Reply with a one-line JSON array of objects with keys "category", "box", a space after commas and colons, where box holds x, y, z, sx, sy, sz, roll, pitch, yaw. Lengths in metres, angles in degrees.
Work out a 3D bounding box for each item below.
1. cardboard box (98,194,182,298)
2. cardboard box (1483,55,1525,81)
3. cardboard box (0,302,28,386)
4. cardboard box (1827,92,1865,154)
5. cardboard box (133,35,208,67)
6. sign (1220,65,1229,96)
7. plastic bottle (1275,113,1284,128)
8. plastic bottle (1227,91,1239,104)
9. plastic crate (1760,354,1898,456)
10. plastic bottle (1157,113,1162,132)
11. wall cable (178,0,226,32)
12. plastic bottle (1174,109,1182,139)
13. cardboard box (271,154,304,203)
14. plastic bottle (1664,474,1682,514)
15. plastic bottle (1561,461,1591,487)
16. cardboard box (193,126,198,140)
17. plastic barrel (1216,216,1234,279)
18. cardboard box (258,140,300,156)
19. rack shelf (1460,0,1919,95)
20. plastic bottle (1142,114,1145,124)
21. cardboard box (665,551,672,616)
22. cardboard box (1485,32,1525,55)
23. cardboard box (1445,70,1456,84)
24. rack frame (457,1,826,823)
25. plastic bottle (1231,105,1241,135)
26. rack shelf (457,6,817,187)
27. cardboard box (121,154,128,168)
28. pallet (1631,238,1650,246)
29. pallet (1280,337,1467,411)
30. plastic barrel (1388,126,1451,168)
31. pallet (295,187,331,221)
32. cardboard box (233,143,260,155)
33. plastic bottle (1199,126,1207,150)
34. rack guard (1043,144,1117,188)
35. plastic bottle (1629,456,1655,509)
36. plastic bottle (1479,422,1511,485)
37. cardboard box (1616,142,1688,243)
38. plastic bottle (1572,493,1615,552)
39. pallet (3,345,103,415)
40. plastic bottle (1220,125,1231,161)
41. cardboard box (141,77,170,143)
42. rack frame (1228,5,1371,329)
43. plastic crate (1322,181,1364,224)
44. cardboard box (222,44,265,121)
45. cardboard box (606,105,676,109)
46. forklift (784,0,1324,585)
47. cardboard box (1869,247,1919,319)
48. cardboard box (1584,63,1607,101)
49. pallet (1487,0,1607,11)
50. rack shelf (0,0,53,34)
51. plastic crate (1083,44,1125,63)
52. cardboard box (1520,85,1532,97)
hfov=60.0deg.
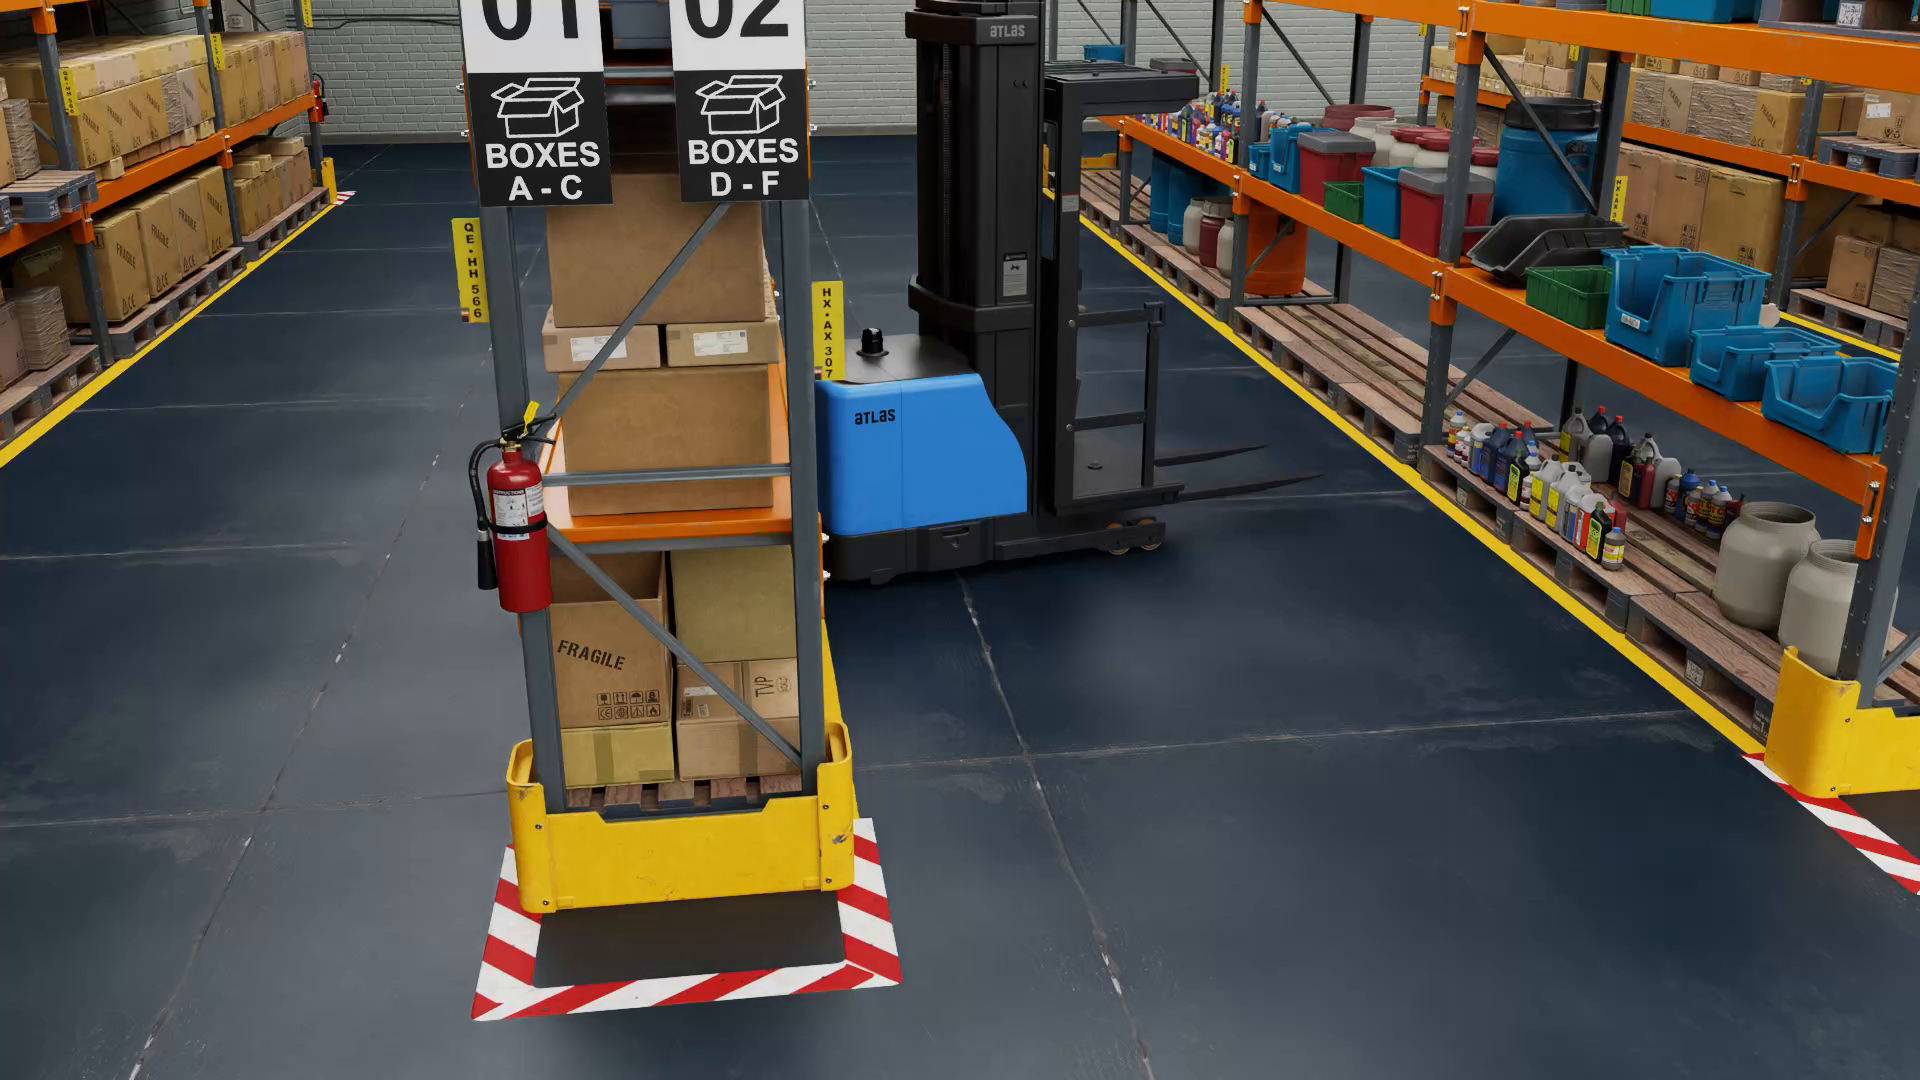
[{"category": "cardboard box", "box": [-7.127, -2.480, 14.042, 0.750, 0.750, 0.750, -3, 21, -8]}, {"category": "cardboard box", "box": [6.554, -5.600, 19.712, 0.500, 0.250, 0.500, -3, 21, -9]}, {"category": "cardboard box", "box": [-6.916, -1.330, 11.434, 0.700, 0.500, 0.500, -3, 21, -8]}, {"category": "cardboard box", "box": [7.873, -3.704, 14.704, 0.500, 0.500, 0.500, -2, 21, -6]}, {"category": "cardboard box", "box": [-7.287, -4.509, 15.333, 0.500, 0.250, 0.500, -2, 21, -6]}, {"category": "sign", "box": [2.741, -4.767, 17.297, 0.100, 0.325, 0.005, -3, 21, -8]}, {"category": "plastic bottle", "box": [2.909, -3.739, 15.108, 0.061, 0.283, 0.133, -3, 21, -8]}, {"category": "plastic bottle", "box": [2.679, -4.222, 16.302, 0.144, 0.351, 0.185, -3, 21, -8]}, {"category": "plastic crate", "box": [3.558, -0.544, 6.599, 0.499, 0.251, 0.616, -3, 21, -8]}, {"category": "plastic bottle", "box": [1.955, -4.100, 16.073, 0.061, 0.283, 0.133, -3, 21, -8]}, {"category": "wall cable", "box": [-9.305, -6.367, 20.525, 0.084, 1.984, 1.851, -3, 21, -8]}, {"category": "plastic bottle", "box": [2.056, -3.895, 15.540, 0.097, 0.271, 0.097, 0, 20, 0]}, {"category": "cardboard box", "box": [-7.912, -4.111, 18.908, 0.700, 0.500, 0.500, -3, 21, -8]}, {"category": "plastic bottle", "box": [3.865, -0.253, 8.977, 0.097, 0.201, 0.097, 0, 20, 0]}, {"category": "plastic bottle", "box": [3.287, -0.274, 8.927, 0.152, 0.276, 0.135, -3, 21, -8]}, {"category": "cardboard box", "box": [-7.226, -3.722, 15.224, 0.380, 0.149, 0.250, -2, 21, -6]}, {"category": "plastic barrel", "box": [2.516, -2.616, 14.889, 0.421, 0.512, 0.421, 0, 20, 0]}, {"category": "cardboard box", "box": [-7.748, -4.464, 18.927, 0.380, 0.149, 0.250, -2, 21, -6]}, {"category": "rack shelf", "box": [3.638, -2.216, 7.604, 1.077, 0.370, 4.000, -3, 21, -8]}, {"category": "plastic bottle", "box": [1.881, -4.284, 16.682, 0.097, 0.201, 0.097, 0, 20, 0]}, {"category": "cardboard box", "box": [-1.507, 0.017, 7.142, 0.500, 0.500, 0.500, -3, 21, -8]}, {"category": "cardboard box", "box": [6.476, -6.134, 20.069, 0.500, 0.500, 0.500, -3, 21, -9]}, {"category": "cardboard box", "box": [6.321, -5.811, 20.845, 0.380, 0.149, 0.250, -3, 21, -9]}, {"category": "rack frame", "box": [-0.976, -0.207, 5.484, 1.000, 3.000, 0.127, -3, 21, -8]}, {"category": "plastic bottle", "box": [2.630, -3.989, 15.794, 0.097, 0.271, 0.097, 0, 20, 0]}, {"category": "rack shelf", "box": [-1.264, -1.968, 6.939, 1.077, 0.370, 4.000, -3, 21, -8]}, {"category": "cardboard box", "box": [-7.036, -3.097, 13.553, 0.380, 0.149, 0.250, -2, 21, -7]}, {"category": "pallet", "box": [7.462, -2.867, 16.591, 1.003, 0.211, 1.213, -3, 21, -8]}, {"category": "pallet", "box": [3.019, -1.228, 12.201, 1.003, 0.211, 1.213, -3, 21, -8]}, {"category": "plastic barrel", "box": [3.260, -2.650, 11.831, 0.433, 0.535, 0.433, 0, 20, 0]}, {"category": "pallet", "box": [-7.991, -3.916, 19.401, 1.003, 0.211, 1.213, -3, 21, -8]}, {"category": "cardboard box", "box": [-8.091, -4.359, 18.646, 0.380, 0.149, 0.250, -3, 21, -7]}, {"category": "plastic bottle", "box": [2.176, -3.574, 14.782, 0.097, 0.201, 0.097, 0, 20, 0]}, {"category": "rack guard", "box": [1.603, -4.832, 21.439, 1.175, 0.500, 0.348, -3, 21, -8]}, {"category": "plastic bottle", "box": [3.716, -0.325, 9.054, 0.061, 0.283, 0.133, -3, 21, -8]}, {"category": "plastic bottle", "box": [3.055, -0.505, 9.439, 0.144, 0.351, 0.185, -2, 21, -6]}, {"category": "cardboard box", "box": [7.339, -3.532, 16.821, 1.225, 0.875, 0.875, -4, 21, -10]}, {"category": "plastic bottle", "box": [3.218, -0.088, 8.429, 0.152, 0.276, 0.135, -3, 21, -7]}, {"category": "pallet", "box": [-6.920, -1.149, 11.991, 1.003, 0.211, 1.213, -3, 21, -8]}, {"category": "plastic bottle", "box": [2.259, -3.369, 14.117, 0.061, 0.283, 0.133, -3, 21, -8]}, {"category": "cardboard box", "box": [-7.067, -3.636, 14.068, 0.500, 0.500, 0.500, -2, 21, -6]}, {"category": "rack frame", "box": [2.773, -3.225, 13.565, 1.000, 3.000, 0.127, -3, 21, -8]}, {"category": "plastic crate", "box": [2.819, -2.330, 11.470, 0.450, 0.188, 0.662, -3, 21, -8]}, {"category": "cardboard box", "box": [-7.769, -4.693, 17.065, 0.980, 0.700, 0.700, -3, 21, -9]}, {"category": "cardboard box", "box": [-1.337, -1.745, 7.604, 0.700, 0.500, 0.500, -3, 21, -8]}, {"category": "forklift", "box": [0.579, -1.455, 8.923, 3.031, 2.935, 1.130, -8, 22, -21]}, {"category": "cardboard box", "box": [7.883, -2.088, 13.463, 0.700, 0.500, 0.500, -5, 21, -12]}, {"category": "cardboard box", "box": [6.916, -4.735, 17.464, 0.500, 0.500, 0.500, -3, 21, -8]}, {"category": "pallet", "box": [3.550, -2.912, 8.710, 1.213, 0.211, 1.003, -3, 21, -8]}, {"category": "rack shelf", "box": [-6.742, -3.102, 9.974, 1.077, 0.370, 4.000, -3, 21, -8]}, {"category": "plastic crate", "box": [1.853, -5.934, 20.679, 0.616, 0.435, 0.499, -3, 21, -8]}, {"category": "cardboard box", "box": [6.618, -5.099, 18.939, 0.380, 0.149, 0.250, -3, 21, -7]}]
